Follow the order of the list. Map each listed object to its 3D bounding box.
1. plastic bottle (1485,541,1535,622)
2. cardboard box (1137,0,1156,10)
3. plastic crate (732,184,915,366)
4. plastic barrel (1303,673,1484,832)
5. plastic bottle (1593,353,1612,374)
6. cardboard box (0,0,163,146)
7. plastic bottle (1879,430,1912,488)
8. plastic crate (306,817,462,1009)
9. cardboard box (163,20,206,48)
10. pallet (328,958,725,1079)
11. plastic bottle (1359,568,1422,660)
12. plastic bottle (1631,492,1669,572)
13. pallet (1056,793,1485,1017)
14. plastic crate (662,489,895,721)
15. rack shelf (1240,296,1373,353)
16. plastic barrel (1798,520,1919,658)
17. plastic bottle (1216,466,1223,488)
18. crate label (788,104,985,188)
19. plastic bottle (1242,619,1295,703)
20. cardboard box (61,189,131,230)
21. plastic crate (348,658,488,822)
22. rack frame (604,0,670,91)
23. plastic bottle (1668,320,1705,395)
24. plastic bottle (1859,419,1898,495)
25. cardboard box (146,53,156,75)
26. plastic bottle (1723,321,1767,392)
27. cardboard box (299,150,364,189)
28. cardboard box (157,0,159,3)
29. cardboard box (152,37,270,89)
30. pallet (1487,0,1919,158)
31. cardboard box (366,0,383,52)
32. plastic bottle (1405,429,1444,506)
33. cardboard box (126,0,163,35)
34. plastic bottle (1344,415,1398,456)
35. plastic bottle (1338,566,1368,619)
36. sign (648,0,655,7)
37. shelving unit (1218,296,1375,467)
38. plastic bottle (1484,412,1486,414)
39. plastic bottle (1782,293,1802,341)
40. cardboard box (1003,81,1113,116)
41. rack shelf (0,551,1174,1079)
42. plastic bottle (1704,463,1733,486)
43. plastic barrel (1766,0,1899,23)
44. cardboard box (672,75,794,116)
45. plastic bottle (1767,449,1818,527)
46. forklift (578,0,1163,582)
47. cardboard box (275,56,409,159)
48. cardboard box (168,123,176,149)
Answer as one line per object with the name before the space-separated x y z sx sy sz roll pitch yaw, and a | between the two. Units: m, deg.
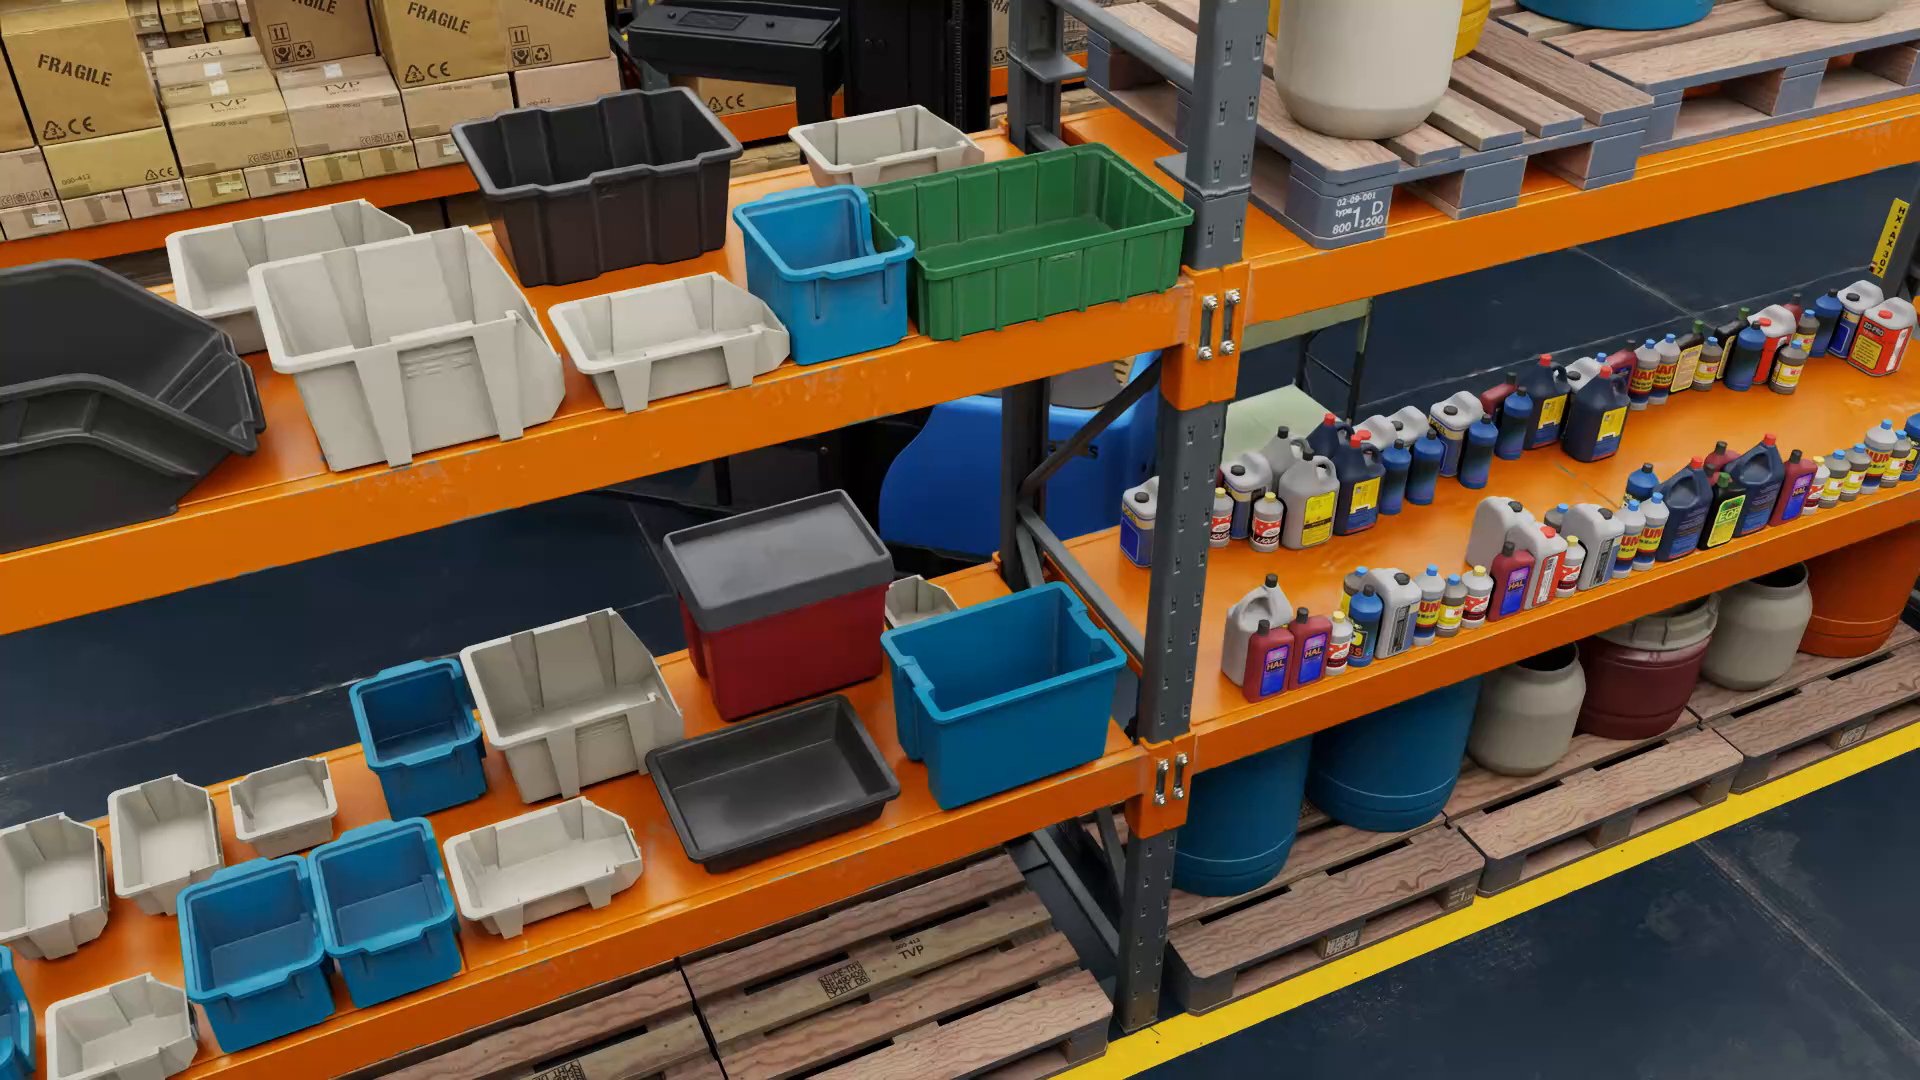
plastic bottle | 1.710 0.117 5.172 0.133 0.283 0.061 -16 39 -20
cardboard box | 1.114 -3.184 9.441 0.500 0.500 0.500 -16 39 -20
plastic crate | -0.295 -0.577 3.632 0.300 0.233 0.416 -16 39 -20
plastic barrel | 1.534 0.525 5.934 0.708 0.901 0.600 -16 39 -20
plastic bottle | 2.323 -0.561 6.096 0.097 0.271 0.097 0 37 0
cardboard box | -3.864 -2.098 7.307 0.500 0.500 0.500 -17 40 -21
plastic bottle | 3.244 -0.290 5.790 0.097 0.201 0.097 0 37 0
plastic crate | -1.401 0.920 4.082 0.300 0.233 0.416 -16 39 -20
cardboard box | -5.603 -3.702 12.015 0.250 0.149 0.380 -14 39 -18
pallet | -1.362 1.796 5.151 1.213 0.211 1.003 -16 39 -20
plastic bottle | 1.305 0.204 5.062 0.135 0.276 0.152 -16 39 -20
plastic bottle | 2.227 -0.034 5.386 0.097 0.271 0.097 0 37 0
pallet | 1.109 1.105 6.083 1.213 0.211 1.003 -16 39 -20
plastic crate | -0.522 0.199 4.860 0.583 0.464 0.402 -16 39 -20
rack shelf | 1.346 -0.970 7.144 0.720 0.370 0.431 -18 40 -23
plastic barrel | 3.578 -0.018 6.726 0.708 0.830 0.600 -16 39 -20
plastic bottle | 0.802 -0.152 5.535 0.133 0.283 0.061 -16 39 -20
crate label | -0.173 -0.973 4.247 0.466 0.136 0.293 -16 39 -20
plastic bottle | 0.906 0.342 4.869 0.133 0.283 0.061 -16 39 -20
cardboard box | -3.941 -1.573 7.563 0.250 0.149 0.380 -16 40 -21
plastic crate | -1.478 0.556 4.573 0.300 0.233 0.416 -16 39 -20
rack frame | -1.711 -2.513 8.620 0.127 3.000 1.000 -16 39 -20
plastic bottle | 2.717 -0.687 6.257 0.133 0.283 0.061 -16 39 -20
plastic bottle | 3.156 -0.294 5.736 0.097 0.271 0.097 0 37 0
cardboard box | -5.846 -3.483 11.968 0.250 0.149 0.380 -16 39 -20
plastic bottle | 2.975 -0.703 6.288 0.097 0.271 0.097 0 37 0
cardboard box | -3.011 -1.833 7.914 0.250 0.149 0.380 -16 40 -21
cardboard box | -5.778 -4.037 12.216 0.250 0.149 0.380 -17 40 -21
cardboard box | -3.617 -2.217 8.097 0.500 0.250 0.500 -16 39 -20
pallet | 2.087 -1.511 4.909 1.213 0.211 1.003 -16 39 -20
cardboard box | -2.703 -2.769 8.213 0.500 0.500 0.500 -16 39 -20
plastic bottle | 1.591 -0.256 5.685 0.097 0.271 0.097 0 37 0
cardboard box | -5.804 -3.715 11.781 0.250 0.149 0.380 -14 39 -18
plastic bottle | 1.400 -0.286 5.722 0.135 0.276 0.152 -16 39 -20
plastic bottle | 1.235 0.171 5.168 0.097 0.201 0.097 0 37 0
sign | -1.474 -2.593 7.936 0.005 0.325 0.100 -16 39 -20
shelving unit | 1.346 -0.657 7.377 0.755 1.500 0.431 -18 40 -23
plastic bottle | 1.825 -0.393 5.929 0.097 0.201 0.097 0 37 0
plastic bottle | 3.168 -0.814 6.427 0.133 0.283 0.061 -16 39 -20
cardboard box | 0.466 -2.456 9.974 0.875 0.875 1.225 -15 39 -20
rack shelf | -1.417 0.953 4.551 4.000 0.370 1.077 -16 39 -20
plastic bottle | 2.480 -0.138 5.516 0.133 0.283 0.061 -16 39 -20
plastic barrel | 2.473 -1.752 4.610 0.433 0.535 0.433 0 37 0
cardboard box | -1.189 -2.535 8.565 0.500 0.500 0.500 -15 39 -20
plastic bottle | 2.794 -0.186 5.580 0.133 0.283 0.061 -16 39 -20
forklift | -0.659 -1.293 7.033 3.031 2.935 1.130 9 37 12
cardboard box | -2.929 -2.057 7.882 0.500 0.250 0.500 -15 39 -19
cardboard box | -3.766 -2.054 8.212 0.250 0.149 0.380 -15 39 -19
